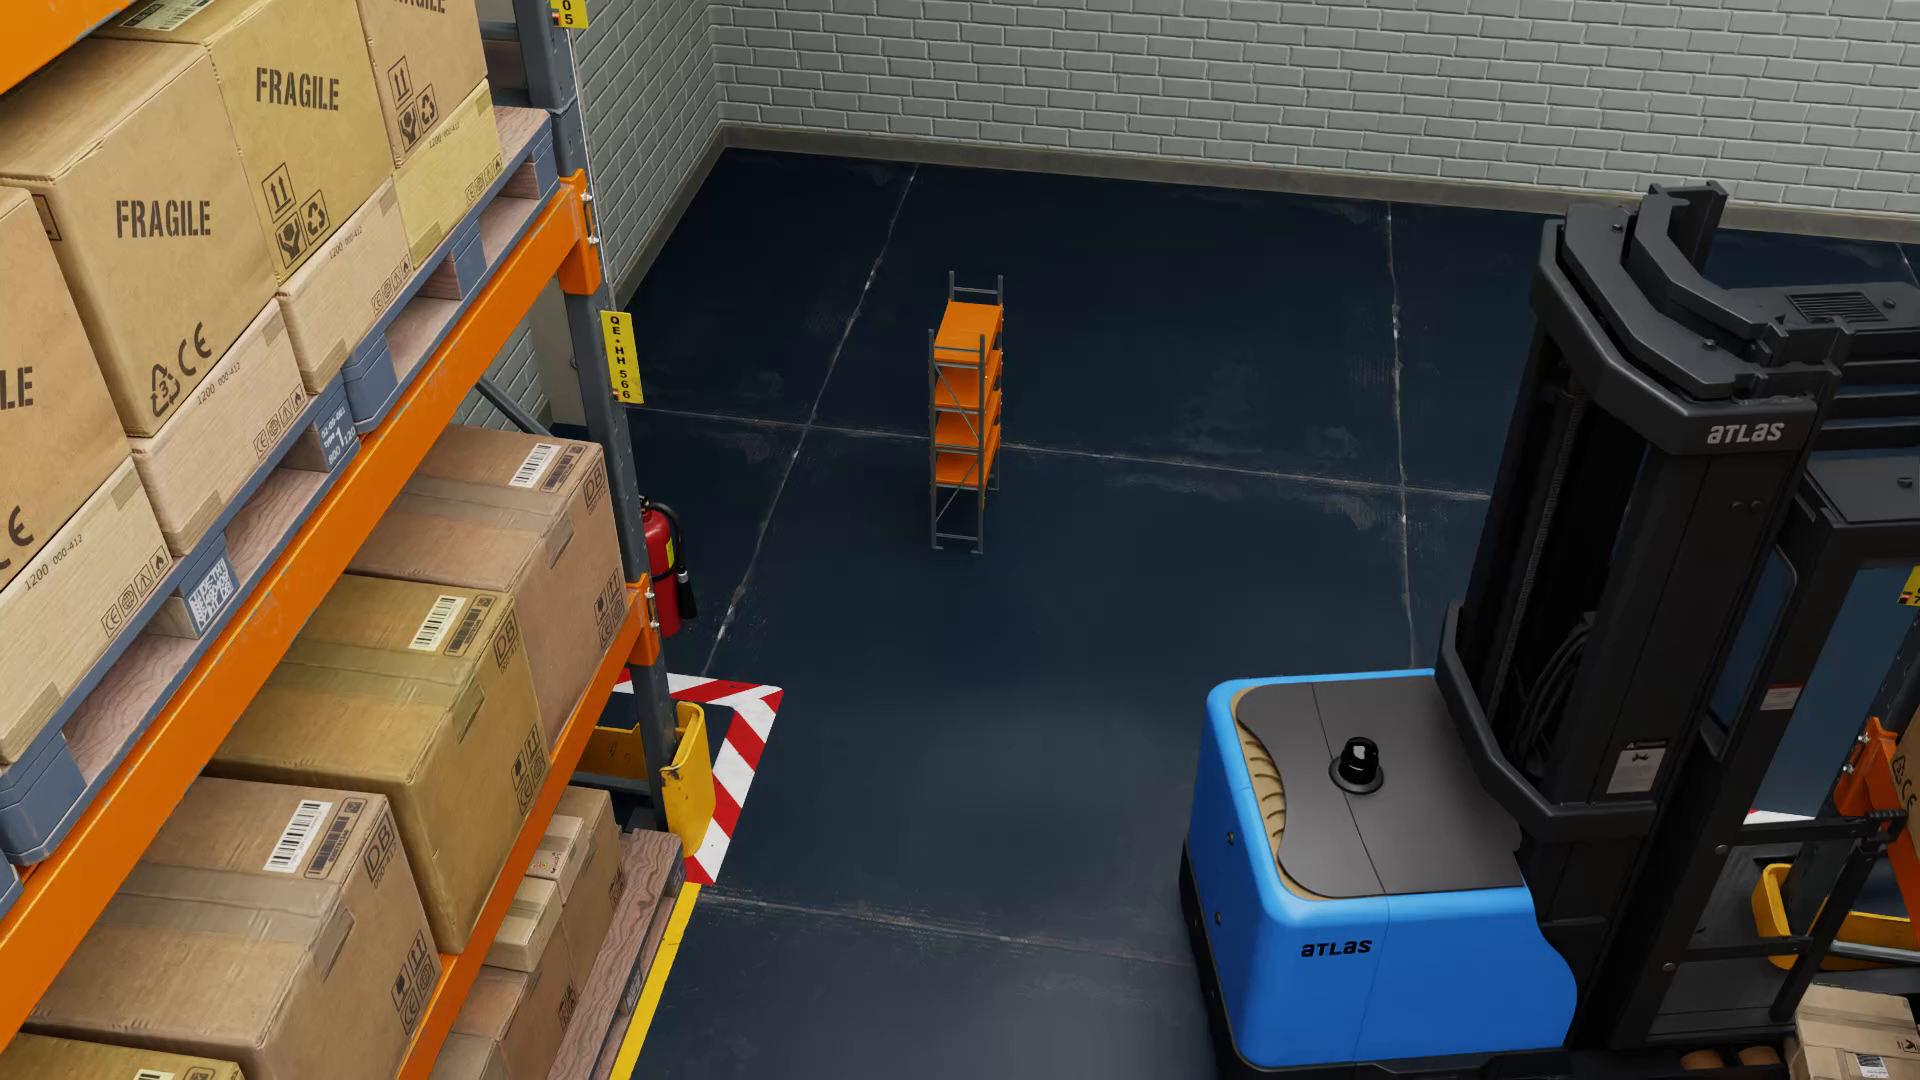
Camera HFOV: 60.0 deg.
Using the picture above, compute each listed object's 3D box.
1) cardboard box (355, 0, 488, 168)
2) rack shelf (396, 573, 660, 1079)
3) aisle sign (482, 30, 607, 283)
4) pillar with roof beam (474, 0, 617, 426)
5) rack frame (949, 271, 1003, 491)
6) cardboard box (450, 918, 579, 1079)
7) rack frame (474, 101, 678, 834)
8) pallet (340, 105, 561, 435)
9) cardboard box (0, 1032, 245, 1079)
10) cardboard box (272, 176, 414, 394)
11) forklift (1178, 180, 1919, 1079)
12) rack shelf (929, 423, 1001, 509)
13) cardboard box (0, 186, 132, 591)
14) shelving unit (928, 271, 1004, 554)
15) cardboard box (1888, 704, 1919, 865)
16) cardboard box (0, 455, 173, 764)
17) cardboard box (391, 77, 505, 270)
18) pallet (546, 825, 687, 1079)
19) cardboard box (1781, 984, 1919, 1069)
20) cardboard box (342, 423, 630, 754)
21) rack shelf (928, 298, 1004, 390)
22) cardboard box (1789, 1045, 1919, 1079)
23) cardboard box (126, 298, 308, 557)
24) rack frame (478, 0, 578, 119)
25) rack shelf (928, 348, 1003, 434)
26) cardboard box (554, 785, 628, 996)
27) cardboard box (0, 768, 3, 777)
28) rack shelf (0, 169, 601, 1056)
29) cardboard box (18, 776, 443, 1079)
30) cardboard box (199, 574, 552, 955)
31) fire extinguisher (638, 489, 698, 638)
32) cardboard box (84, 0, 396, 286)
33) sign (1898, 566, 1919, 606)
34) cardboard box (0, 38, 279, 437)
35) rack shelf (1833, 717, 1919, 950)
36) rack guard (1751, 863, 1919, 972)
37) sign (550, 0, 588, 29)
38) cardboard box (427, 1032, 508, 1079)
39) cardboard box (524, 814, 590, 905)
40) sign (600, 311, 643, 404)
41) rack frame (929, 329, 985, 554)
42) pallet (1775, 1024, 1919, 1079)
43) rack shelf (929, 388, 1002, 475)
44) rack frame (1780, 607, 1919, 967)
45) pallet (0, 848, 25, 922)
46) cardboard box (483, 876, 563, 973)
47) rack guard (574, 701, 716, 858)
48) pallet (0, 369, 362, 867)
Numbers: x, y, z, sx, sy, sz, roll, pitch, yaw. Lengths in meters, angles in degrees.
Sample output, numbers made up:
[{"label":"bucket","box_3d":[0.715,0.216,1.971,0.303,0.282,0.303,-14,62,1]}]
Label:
[{"label":"cardboard box","box_3d":[-1.423,-1.184,3.692,0.500,0.500,0.500,6,40,8]},{"label":"rack shelf","box_3d":[-1.911,1.447,4.308,1.077,0.370,4.000,6,40,8]},{"label":"aisle sign","box_3d":[-1.257,-1.100,4.783,0.394,0.787,0.004,6,40,8]},{"label":"pillar with roof beam","box_3d":[2.290,-3.713,5.276,9.100,9.000,0.400,6,40,8]},{"label":"rack frame","box_3d":[0.071,-0.719,7.775,0.240,1.200,0.015,6,40,8]},{"label":"cardboard box","box_3d":[-1.674,1.480,5.335,0.700,0.500,0.500,6,40,8]},{"label":"rack frame","box_3d":[-1.565,-0.086,5.597,1.000,3.000,0.127,6,40,8]},{"label":"pallet","box_3d":[-1.683,-0.741,4.105,1.003,0.211,1.213,6,40,8]},{"label":"cardboard box","box_3d":[-2.015,1.513,3.428,0.980,0.700,0.700,5,40,7]},{"label":"cardboard box","box_3d":[-1.519,-0.569,3.536,0.500,0.250,0.500,5,40,6]},{"label":"forklift","box_3d":[2.357,0.400,5.063,3.031,2.935,1.130,-3,40,-4]},{"label":"rack shelf","box_3d":[0.029,-0.361,7.760,0.258,0.148,0.480,6,40,8]},{"label":"cardboard box","box_3d":[-1.695,-0.214,2.518,0.500,0.500,0.500,7,40,8]},{"label":"shelving unit","box_3d":[0.029,-0.566,7.590,0.258,1.200,0.503,6,40,8]},{"label":"cardboard box","box_3d":[2.978,0.669,4.605,0.500,0.500,0.500,7,40,9]},{"label":"cardboard box","box_3d":[-1.694,0.080,2.751,0.500,0.250,0.500,5,40,6]},{"label":"cardboard box","box_3d":[-1.430,-0.896,3.932,0.500,0.250,0.500,8,40,9]},{"label":"pallet","box_3d":[-1.626,1.499,5.868,1.003,0.211,1.213,6,40,8]},{"label":"cardboard box","box_3d":[2.904,1.612,5.435,0.380,0.149,0.250,6,40,8]},{"label":"cardboard box","box_3d":[-1.643,0.120,5.113,0.980,0.700,0.700,8,40,10]},{"label":"rack shelf","box_3d":[0.029,-0.869,7.340,0.258,0.148,0.480,6,40,8]},{"label":"cardboard box","box_3d":[2.860,1.762,5.240,0.380,0.166,0.250,6,40,8]},{"label":"cardboard box","box_3d":[-1.604,-0.242,3.141,0.500,0.250,0.500,5,40,6]},{"label":"rack frame","box_3d":[-1.565,-2.398,3.685,1.000,3.000,0.127,6,40,8]},{"label":"rack shelf","box_3d":[0.029,-0.687,7.491,0.258,0.148,0.480,6,40,8]},{"label":"cardboard box","box_3d":[-1.588,1.166,5.715,0.700,0.500,0.500,6,40,8]},{"label":"cardboard box","box_3d":[-1.776,0.403,2.361,0.500,0.250,0.500,6,40,7]},{"label":"rack shelf","box_3d":[-1.911,0.290,3.352,1.077,0.370,4.000,6,40,8]},{"label":"cardboard box","box_3d":[-1.899,1.055,3.981,0.980,0.700,0.700,5,40,6]},{"label":"cardboard box","box_3d":[-1.758,0.578,4.559,0.980,0.700,0.700,6,40,7]},{"label":"fire extinguisher","box_3d":[-1.084,0.044,5.793,0.296,0.674,0.183,6,40,8]},{"label":"cardboard box","box_3d":[-1.520,-0.871,3.314,0.500,0.500,0.500,8,40,9]},{"label":"sign","box_3d":[2.780,0.065,4.735,0.100,0.325,0.005,6,40,8]},{"label":"cardboard box","box_3d":[-1.602,-0.543,2.917,0.500,0.500,0.500,5,40,6]},{"label":"rack shelf","box_3d":[2.969,1.990,3.650,1.077,0.370,4.000,6,40,8]},{"label":"rack guard","box_3d":[3.301,1.469,5.678,1.175,0.500,0.348,6,40,8]},{"label":"sign","box_3d":[-1.033,-1.484,4.301,0.100,0.325,0.005,6,40,8]},{"label":"cardboard box","box_3d":[-1.760,1.796,4.953,0.700,0.500,0.500,5,40,6]},{"label":"cardboard box","box_3d":[-1.430,1.017,5.386,0.380,0.149,0.250,6,40,7]},{"label":"sign","box_3d":[-1.033,-0.555,5.069,0.100,0.325,0.005,6,40,8]},{"label":"rack frame","box_3d":[-0.014,-0.413,7.405,0.240,1.200,0.015,6,40,8]},{"label":"pallet","box_3d":[3.164,2.081,5.165,1.003,0.211,1.213,6,40,8]},{"label":"rack shelf","box_3d":[0.029,-0.514,7.633,0.258,0.148,0.480,6,40,8]},{"label":"rack frame","box_3d":[3.315,0.458,4.939,1.000,3.000,0.127,6,40,8]},{"label":"pallet","box_3d":[-2.105,0.790,2.252,1.003,0.211,1.213,6,40,8]},{"label":"cardboard box","box_3d":[-1.474,1.177,5.192,0.380,0.149,0.250,7,40,9]},{"label":"rack guard","box_3d":[-1.561,0.862,6.411,1.175,0.500,0.348,6,40,8]},{"label":"pallet","box_3d":[-1.892,0.027,3.176,1.003,0.211,1.213,6,40,8]}]
